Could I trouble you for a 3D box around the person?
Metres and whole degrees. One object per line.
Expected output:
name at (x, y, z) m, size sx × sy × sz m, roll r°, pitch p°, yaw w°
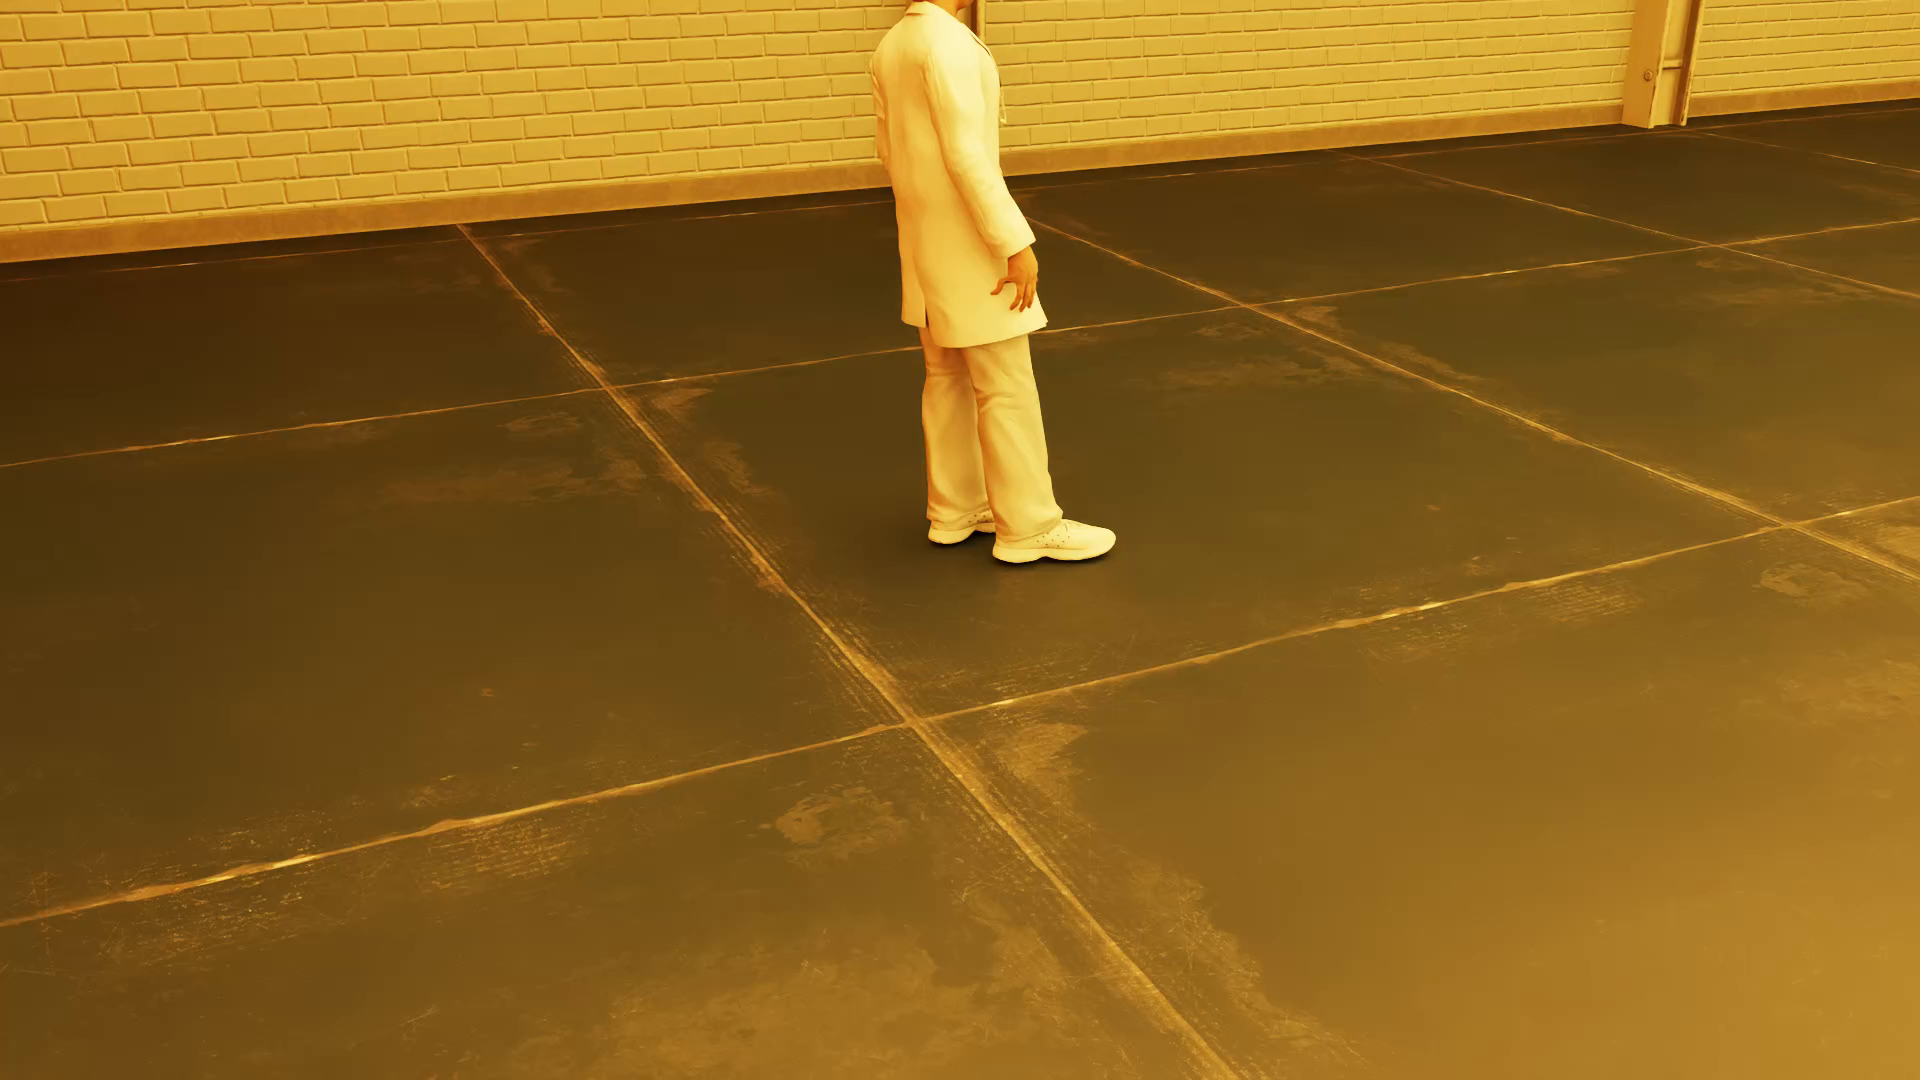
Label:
person at (0.084, -0.841, 4.794) m, size 0.581 × 1.776 × 0.696 m, roll -10°, pitch 25°, yaw -23°
